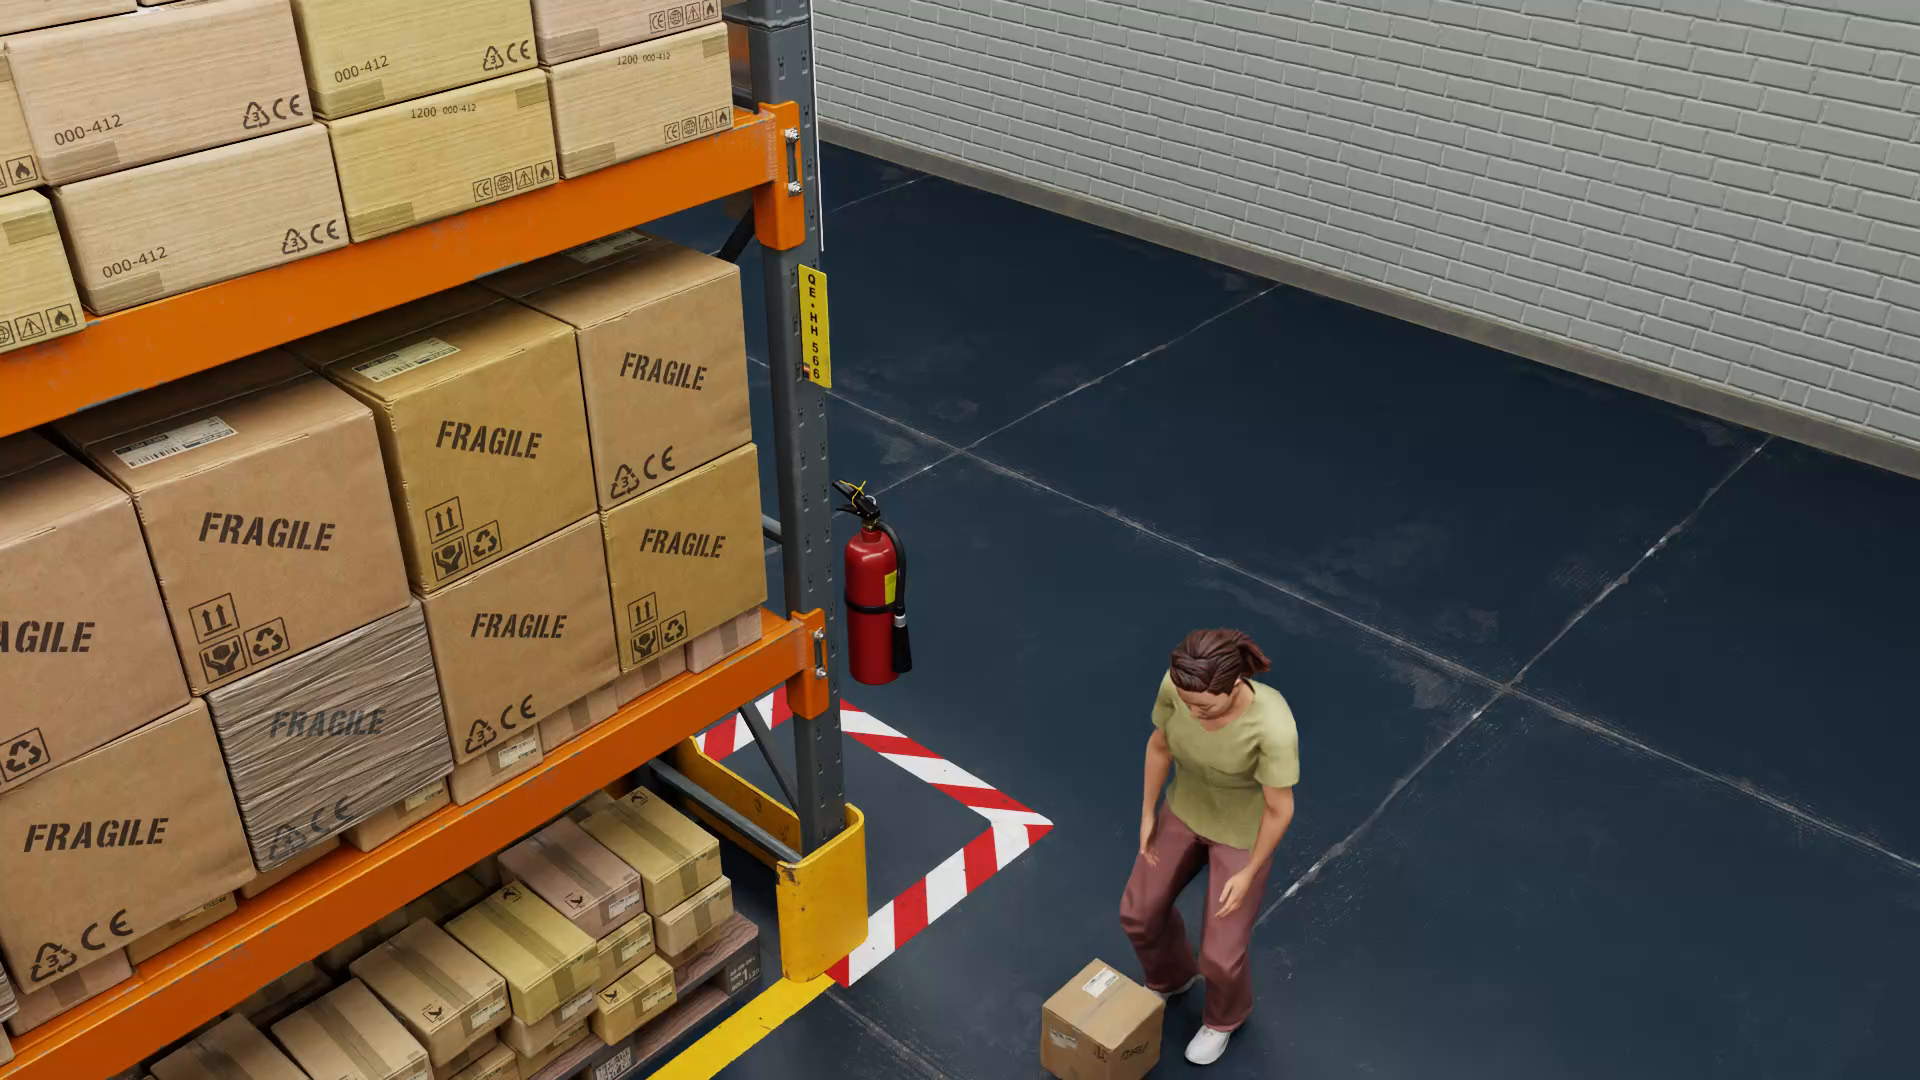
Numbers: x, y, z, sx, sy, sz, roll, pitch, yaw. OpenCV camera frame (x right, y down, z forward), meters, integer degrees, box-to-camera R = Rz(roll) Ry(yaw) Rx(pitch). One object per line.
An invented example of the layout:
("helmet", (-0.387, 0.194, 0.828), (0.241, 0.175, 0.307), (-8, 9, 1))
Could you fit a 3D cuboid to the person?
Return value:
("person", (0.732, 0.868, 4.824), (0.486, 1.571, 0.467), (26, 40, 36))
